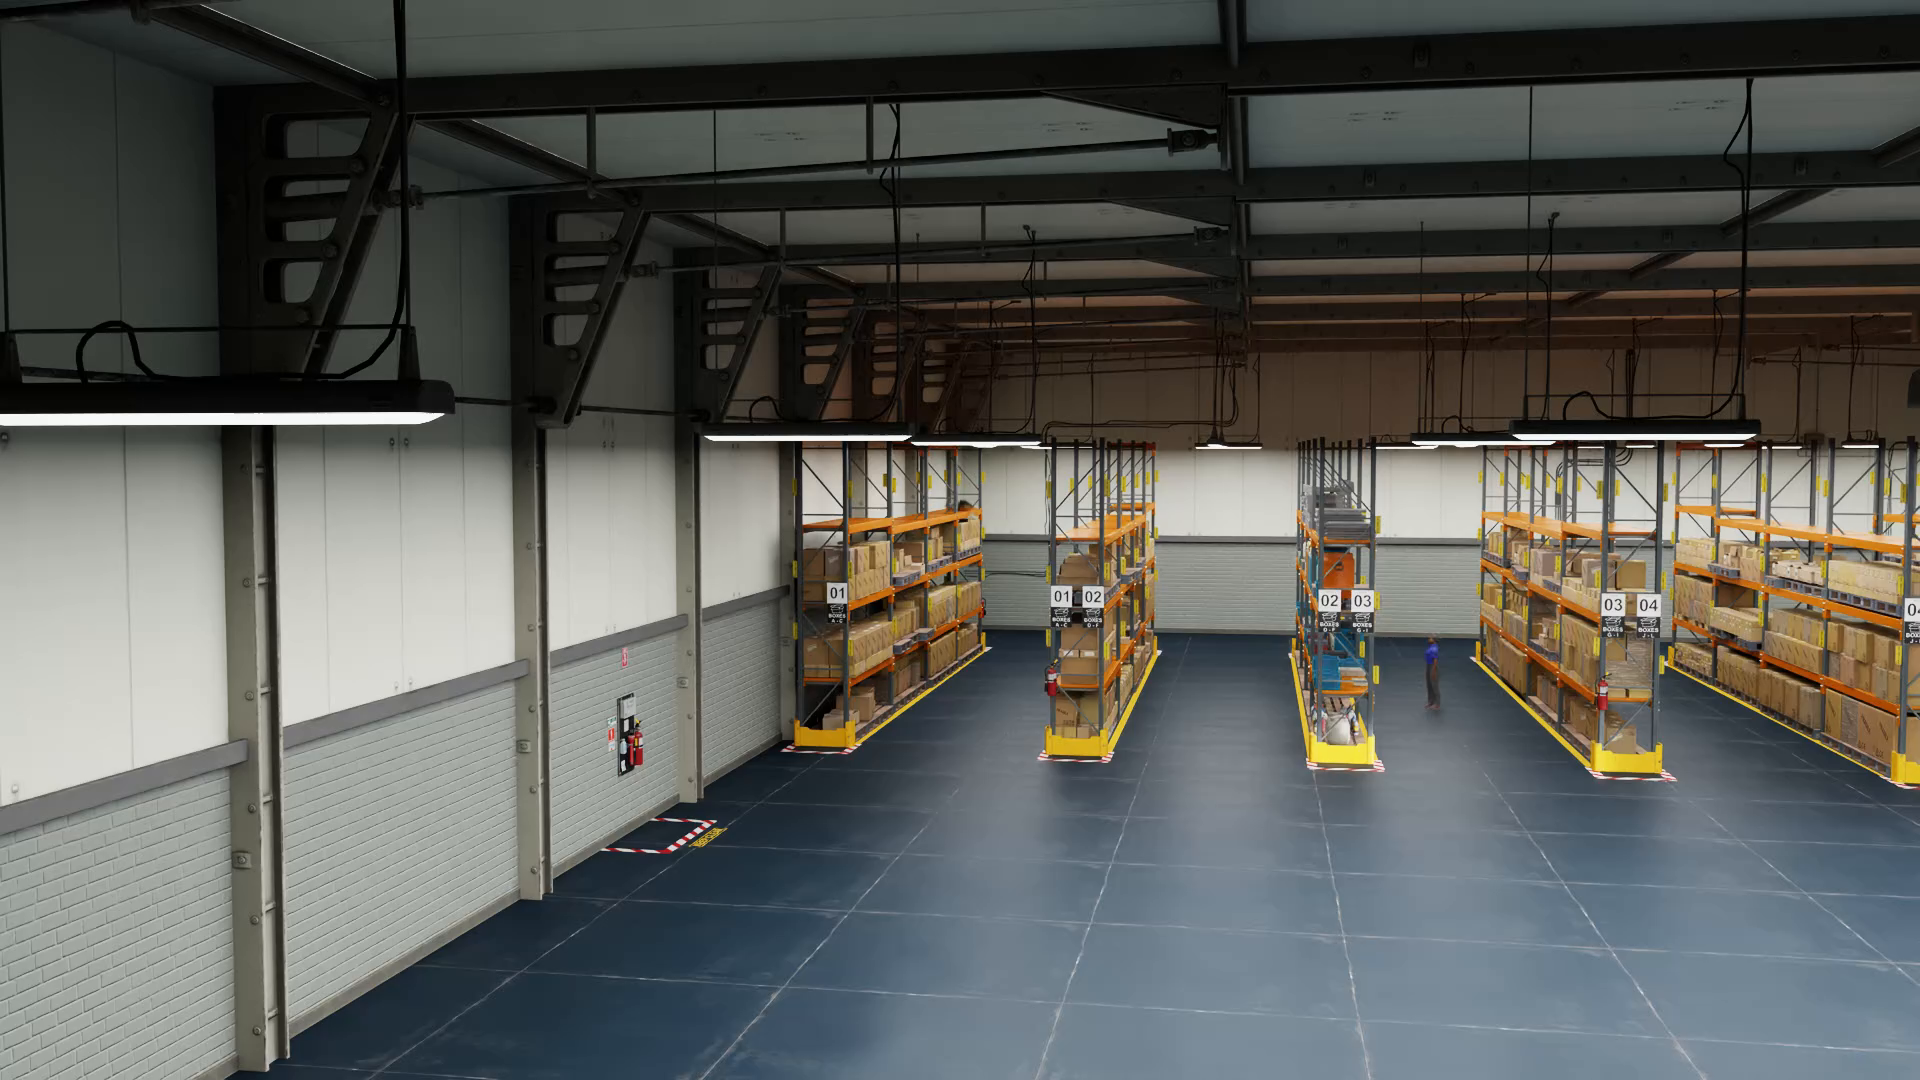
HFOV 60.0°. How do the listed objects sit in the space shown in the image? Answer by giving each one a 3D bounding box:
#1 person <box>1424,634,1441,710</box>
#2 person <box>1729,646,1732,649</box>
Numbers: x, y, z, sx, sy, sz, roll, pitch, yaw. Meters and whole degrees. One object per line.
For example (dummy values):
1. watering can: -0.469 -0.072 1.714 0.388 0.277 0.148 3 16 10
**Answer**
1. person: 10.540 2.982 37.094 0.342 1.554 0.482 0 3 -6
2. person: 22.216 2.427 47.436 0.583 1.599 0.406 2 4 32
